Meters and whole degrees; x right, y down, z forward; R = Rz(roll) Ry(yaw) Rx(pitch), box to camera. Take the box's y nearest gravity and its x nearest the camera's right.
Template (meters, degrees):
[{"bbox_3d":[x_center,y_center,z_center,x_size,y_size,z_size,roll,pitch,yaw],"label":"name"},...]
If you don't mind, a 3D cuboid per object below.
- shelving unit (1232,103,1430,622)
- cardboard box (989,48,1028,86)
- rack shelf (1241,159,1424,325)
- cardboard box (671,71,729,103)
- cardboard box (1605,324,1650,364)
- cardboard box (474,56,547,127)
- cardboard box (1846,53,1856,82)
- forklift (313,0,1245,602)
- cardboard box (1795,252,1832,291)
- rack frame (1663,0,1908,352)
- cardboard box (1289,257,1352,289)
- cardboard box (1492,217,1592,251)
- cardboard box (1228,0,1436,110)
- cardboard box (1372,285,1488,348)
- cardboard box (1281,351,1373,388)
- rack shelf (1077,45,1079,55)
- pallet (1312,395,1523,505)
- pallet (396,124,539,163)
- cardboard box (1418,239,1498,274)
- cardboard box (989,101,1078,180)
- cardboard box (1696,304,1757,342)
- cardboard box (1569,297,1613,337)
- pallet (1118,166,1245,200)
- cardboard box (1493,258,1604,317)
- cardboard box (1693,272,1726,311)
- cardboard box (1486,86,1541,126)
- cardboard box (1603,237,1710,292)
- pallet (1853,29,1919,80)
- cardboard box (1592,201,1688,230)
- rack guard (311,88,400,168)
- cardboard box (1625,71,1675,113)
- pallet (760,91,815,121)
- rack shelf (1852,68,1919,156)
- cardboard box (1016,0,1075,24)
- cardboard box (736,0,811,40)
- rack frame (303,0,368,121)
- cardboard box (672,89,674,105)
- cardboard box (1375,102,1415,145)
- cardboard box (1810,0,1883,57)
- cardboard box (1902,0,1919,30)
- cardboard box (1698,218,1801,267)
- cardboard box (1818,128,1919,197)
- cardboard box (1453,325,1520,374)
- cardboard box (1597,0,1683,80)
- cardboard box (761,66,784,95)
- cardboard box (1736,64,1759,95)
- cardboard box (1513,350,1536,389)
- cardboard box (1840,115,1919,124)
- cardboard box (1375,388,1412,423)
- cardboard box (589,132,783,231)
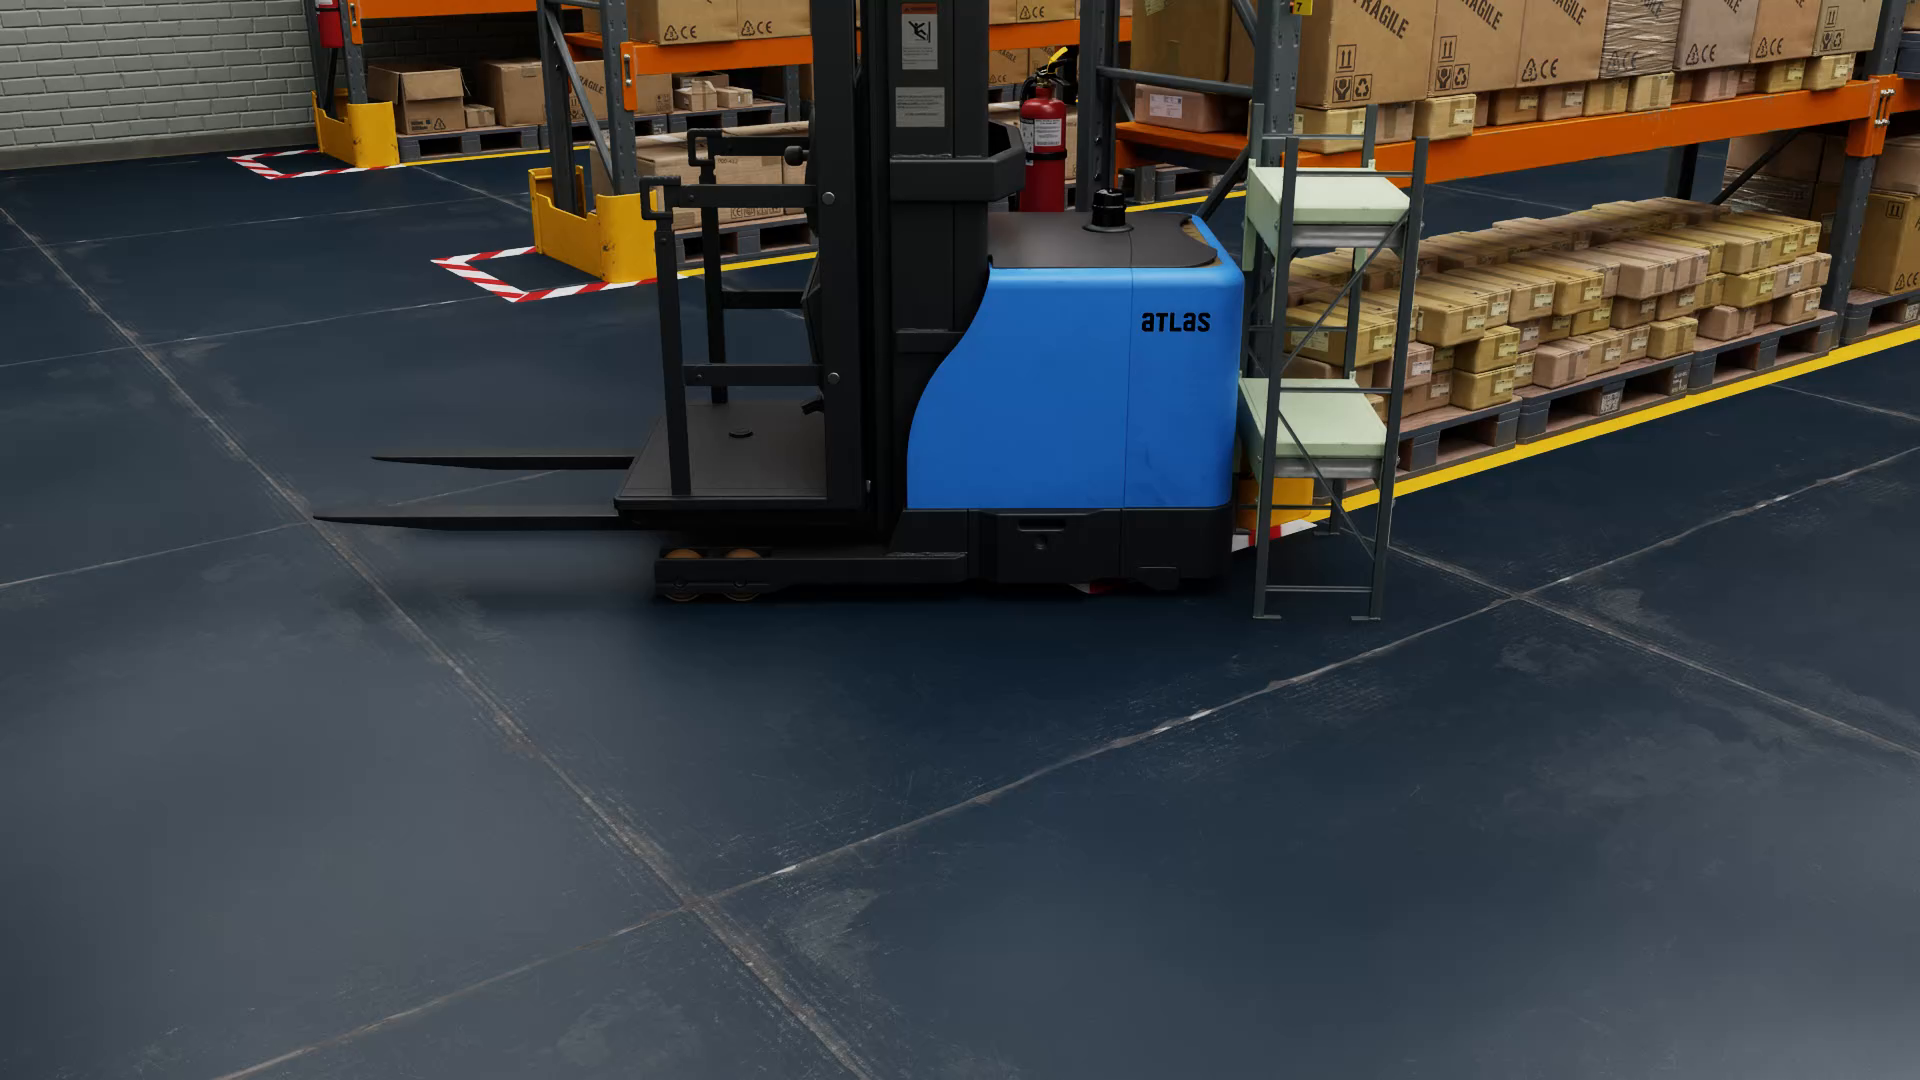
[{"bbox_3d":[1.139,-0.581,5.329,0.431,1.500,0.755,1,22,2],"label":"shelving unit"},{"bbox_3d":[0.349,-4.965,17.098,0.500,0.500,0.500,-14,25,-31],"label":"cardboard box"},{"bbox_3d":[1.139,-0.944,5.184,0.431,0.370,0.720,1,22,2],"label":"rack shelf"},{"bbox_3d":[-2.519,-4.315,15.724,0.500,0.311,0.500,-14,26,-31],"label":"cardboard box"},{"bbox_3d":[2.820,-0.904,7.395,0.250,0.149,0.380,-14,26,-32],"label":"cardboard box"},{"bbox_3d":[-3.823,-3.886,14.394,0.500,0.500,0.700,-14,26,-31],"label":"cardboard box"},{"bbox_3d":[3.935,-2.232,7.782,0.250,0.149,0.380,-15,26,-33],"label":"cardboard box"},{"bbox_3d":[-0.627,-1.329,5.359,3.031,2.867,1.129,0,22,-1],"label":"forklift"},{"bbox_3d":[3.960,-1.326,8.052,0.250,0.149,0.380,-14,26,-32],"label":"cardboard box"},{"bbox_3d":[4.030,-2.481,8.067,0.127,3.000,1.000,-15,26,-33],"label":"rack frame"},{"bbox_3d":[1.438,-1.085,7.045,0.250,0.149,0.380,-16,27,-34],"label":"cardboard box"},{"bbox_3d":[2.742,-1.411,7.862,0.250,0.149,0.380,-14,26,-32],"label":"cardboard box"},{"bbox_3d":[1.309,-1.814,5.859,0.500,0.500,0.500,-14,25,-30],"label":"cardboard box"},{"bbox_3d":[1.840,-0.886,6.546,0.250,0.149,0.380,-15,26,-33],"label":"cardboard box"},{"bbox_3d":[1.358,-0.661,6.383,0.250,0.149,0.380,-14,26,-31],"label":"cardboard box"},{"bbox_3d":[2.681,-4.047,12.962,4.000,0.370,1.077,-15,26,-33],"label":"rack shelf"},{"bbox_3d":[1.525,-0.502,6.869,1.213,0.211,1.003,-15,26,-33],"label":"pallet"},{"bbox_3d":[-4.383,-3.469,14.306,1.213,0.211,1.003,-15,26,-33],"label":"pallet"},{"bbox_3d":[2.150,-1.220,7.384,0.250,0.149,0.380,-16,27,-35],"label":"cardboard box"},{"bbox_3d":[0.485,-2.850,11.881,0.875,0.438,0.875,-15,26,-34],"label":"cardboard box"},{"bbox_3d":[3.474,-1.057,7.778,0.250,0.149,0.380,-16,27,-35],"label":"cardboard box"},{"bbox_3d":[2.613,-1.018,7.279,0.250,0.149,0.380,-14,25,-30],"label":"cardboard box"},{"bbox_3d":[1.640,-2.843,12.736,1.213,0.211,1.003,-15,26,-33],"label":"pallet"},{"bbox_3d":[2.464,-1.065,6.994,0.250,0.149,0.380,-14,26,-32],"label":"cardboard box"},{"bbox_3d":[3.280,-1.176,7.675,0.250,0.149,0.380,-15,26,-32],"label":"cardboard box"},{"bbox_3d":[2.034,-1.728,6.520,0.250,0.149,0.380,-15,26,-33],"label":"cardboard box"},{"bbox_3d":[3.089,-1.231,7.410,0.250,0.149,0.380,-16,27,-35],"label":"cardboard box"},{"bbox_3d":[4.736,-2.514,8.407,1.213,0.211,1.003,-15,26,-33],"label":"pallet"},{"bbox_3d":[3.371,-1.574,8.272,0.250,0.149,0.380,-13,25,-30],"label":"cardboard box"},{"bbox_3d":[-5.030,-3.431,13.819,0.348,0.500,1.175,-15,26,-33],"label":"rack guard"},{"bbox_3d":[2.708,-1.872,6.880,0.250,0.149,0.380,-14,26,-32],"label":"cardboard box"},{"bbox_3d":[-1.207,-4.333,16.471,1.213,0.211,1.003,-15,26,-33],"label":"pallet"},{"bbox_3d":[5.654,-2.580,9.285,4.000,0.370,1.077,-15,26,-33],"label":"rack shelf"},{"bbox_3d":[0.416,-3.704,10.998,0.500,0.500,0.500,-16,27,-34],"label":"cardboard box"},{"bbox_3d":[-1.238,-3.264,9.895,0.500,0.500,0.500,-15,26,-34],"label":"cardboard box"},{"bbox_3d":[-5.092,-4.575,13.314,0.127,3.000,1.000,-15,26,-33],"label":"rack frame"},{"bbox_3d":[-2.871,-4.146,15.519,0.250,0.149,0.380,-15,26,-34],"label":"cardboard box"},{"bbox_3d":[1.420,-1.538,6.041,0.250,0.149,0.380,-14,26,-31],"label":"cardboard box"},{"bbox_3d":[3.803,-2.476,7.518,0.500,0.500,0.500,-15,26,-33],"label":"cardboard box"},{"bbox_3d":[4.619,-2.506,7.902,0.250,0.149,0.380,-16,27,-35],"label":"cardboard box"},{"bbox_3d":[3.709,-1.406,7.849,0.250,0.149,0.380,-15,26,-32],"label":"cardboard box"},{"bbox_3d":[4.784,-1.944,8.515,0.500,0.250,0.500,-16,27,-35],"label":"cardboard box"},{"bbox_3d":[2.032,-0.805,6.746,0.250,0.149,0.380,-14,26,-31],"label":"cardboard box"},{"bbox_3d":[2.544,-2.152,6.705,0.500,0.500,0.500,-16,27,-34],"label":"cardboard box"},{"bbox_3d":[-1.619,-4.670,16.359,0.500,0.500,0.500,-15,26,-33],"label":"cardboard box"},{"bbox_3d":[3.288,-2.069,7.372,0.250,0.149,0.380,-16,27,-34],"label":"cardboard box"},{"bbox_3d":[2.181,-0.747,7.000,0.250,0.149,0.380,-15,26,-33],"label":"cardboard box"},{"bbox_3d":[4.912,-2.208,9.176,0.500,0.250,0.500,-14,25,-30],"label":"cardboard box"},{"bbox_3d":[1.560,-0.585,6.594,0.250,0.149,0.380,-15,26,-33],"label":"cardboard box"},{"bbox_3d":[-1.712,-2.261,10.405,0.875,0.438,0.875,-16,27,-35],"label":"cardboard box"}]
